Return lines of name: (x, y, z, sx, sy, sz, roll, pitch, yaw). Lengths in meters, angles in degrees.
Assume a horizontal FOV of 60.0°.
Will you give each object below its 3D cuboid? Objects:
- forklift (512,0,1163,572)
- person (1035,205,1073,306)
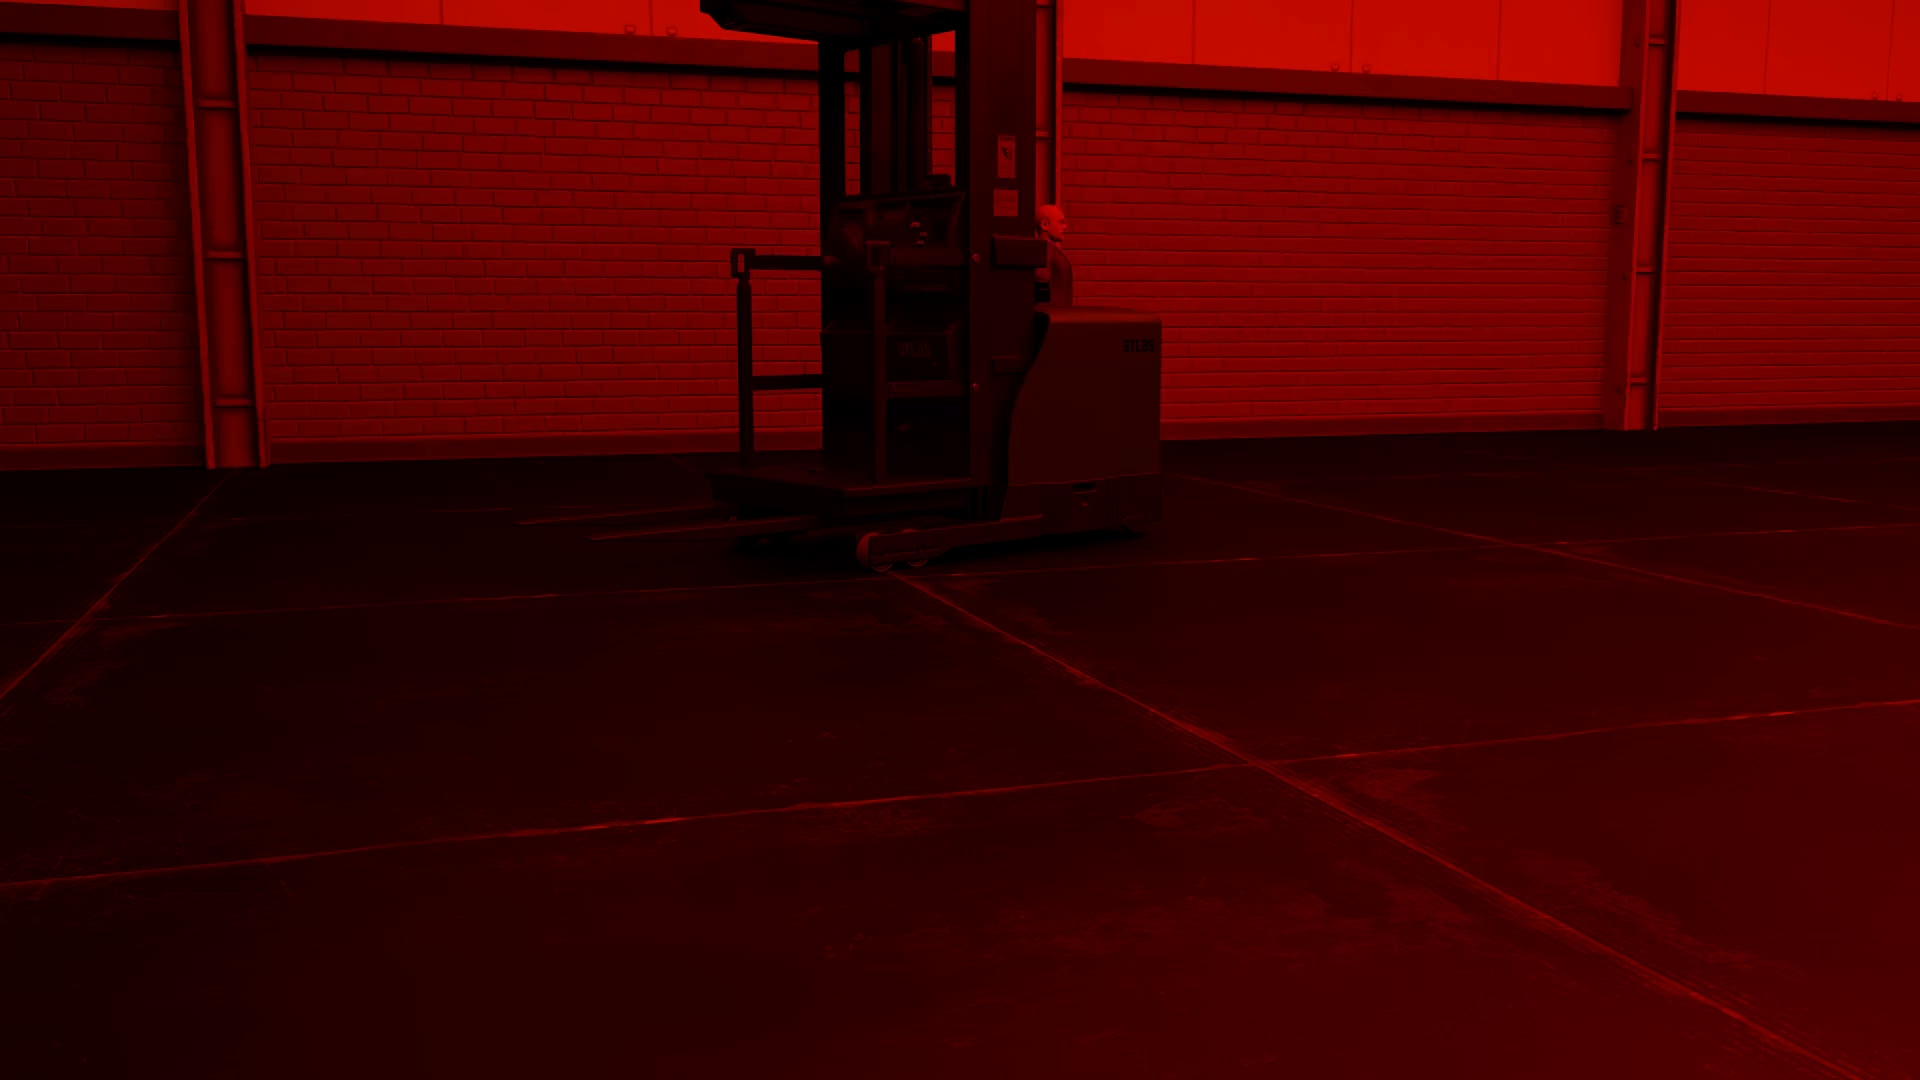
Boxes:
forklift: (-0.461, -1.399, 7.333, 3.031, 2.935, 1.130, -7, 10, -40)
person: (0.635, -1.329, 11.088, 0.400, 1.783, 0.605, 0, 8, 1)
